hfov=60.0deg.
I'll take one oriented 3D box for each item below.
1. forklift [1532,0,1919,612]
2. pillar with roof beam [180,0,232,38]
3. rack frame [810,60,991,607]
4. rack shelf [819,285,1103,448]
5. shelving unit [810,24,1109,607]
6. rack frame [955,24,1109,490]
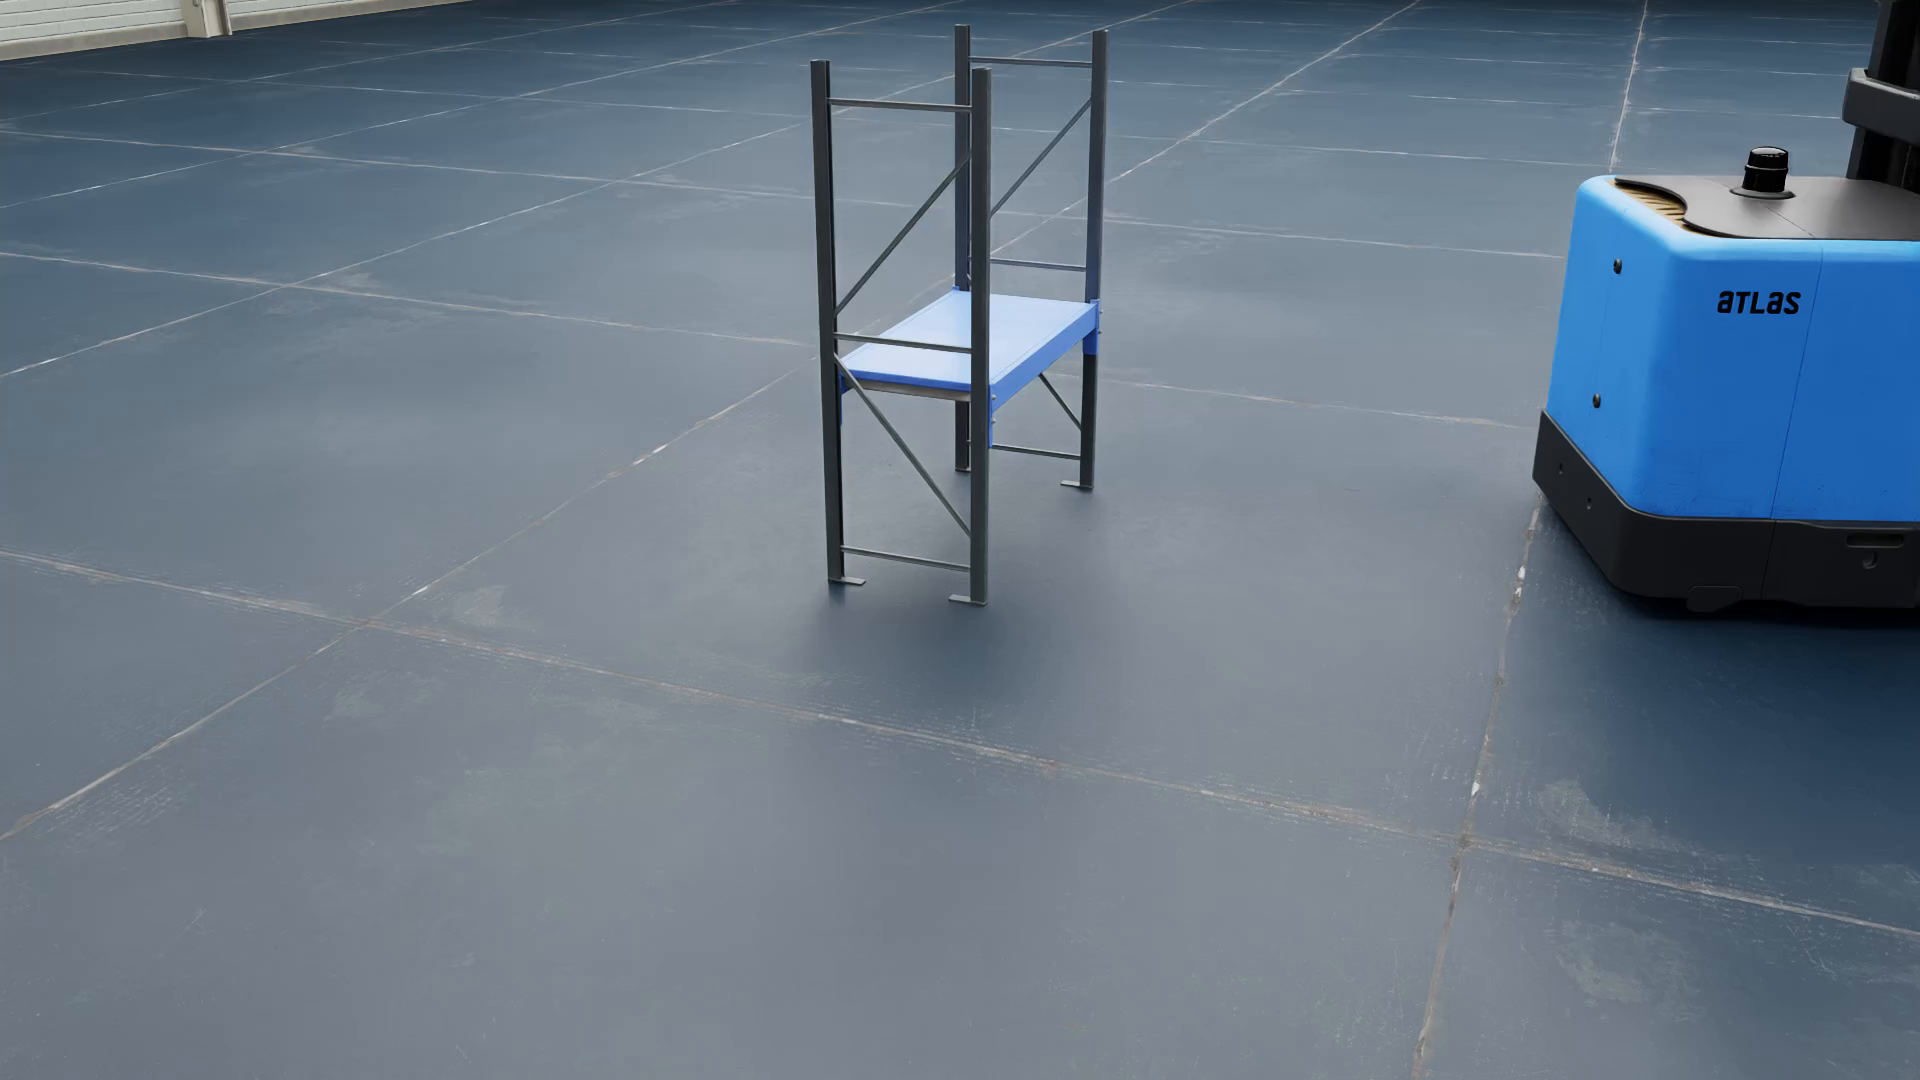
[{"bbox_3d":[3.402,-1.296,4.550,3.031,2.935,1.130,1,23,3],"label":"forklift"},{"bbox_3d":[-4.659,-9.356,15.973,9.100,9.000,0.400,9,24,20],"label":"pillar with roof beam"},{"bbox_3d":[-0.157,-0.541,4.599,0.500,1.500,0.032,9,24,20],"label":"rack frame"},{"bbox_3d":[0.032,-0.557,5.103,0.538,0.185,1.000,9,24,20],"label":"rack shelf"},{"bbox_3d":[0.032,-0.723,5.034,0.538,1.500,1.048,9,24,20],"label":"shelving unit"},{"bbox_3d":[0.220,-0.904,5.470,0.500,1.500,0.032,9,24,20],"label":"rack frame"}]
